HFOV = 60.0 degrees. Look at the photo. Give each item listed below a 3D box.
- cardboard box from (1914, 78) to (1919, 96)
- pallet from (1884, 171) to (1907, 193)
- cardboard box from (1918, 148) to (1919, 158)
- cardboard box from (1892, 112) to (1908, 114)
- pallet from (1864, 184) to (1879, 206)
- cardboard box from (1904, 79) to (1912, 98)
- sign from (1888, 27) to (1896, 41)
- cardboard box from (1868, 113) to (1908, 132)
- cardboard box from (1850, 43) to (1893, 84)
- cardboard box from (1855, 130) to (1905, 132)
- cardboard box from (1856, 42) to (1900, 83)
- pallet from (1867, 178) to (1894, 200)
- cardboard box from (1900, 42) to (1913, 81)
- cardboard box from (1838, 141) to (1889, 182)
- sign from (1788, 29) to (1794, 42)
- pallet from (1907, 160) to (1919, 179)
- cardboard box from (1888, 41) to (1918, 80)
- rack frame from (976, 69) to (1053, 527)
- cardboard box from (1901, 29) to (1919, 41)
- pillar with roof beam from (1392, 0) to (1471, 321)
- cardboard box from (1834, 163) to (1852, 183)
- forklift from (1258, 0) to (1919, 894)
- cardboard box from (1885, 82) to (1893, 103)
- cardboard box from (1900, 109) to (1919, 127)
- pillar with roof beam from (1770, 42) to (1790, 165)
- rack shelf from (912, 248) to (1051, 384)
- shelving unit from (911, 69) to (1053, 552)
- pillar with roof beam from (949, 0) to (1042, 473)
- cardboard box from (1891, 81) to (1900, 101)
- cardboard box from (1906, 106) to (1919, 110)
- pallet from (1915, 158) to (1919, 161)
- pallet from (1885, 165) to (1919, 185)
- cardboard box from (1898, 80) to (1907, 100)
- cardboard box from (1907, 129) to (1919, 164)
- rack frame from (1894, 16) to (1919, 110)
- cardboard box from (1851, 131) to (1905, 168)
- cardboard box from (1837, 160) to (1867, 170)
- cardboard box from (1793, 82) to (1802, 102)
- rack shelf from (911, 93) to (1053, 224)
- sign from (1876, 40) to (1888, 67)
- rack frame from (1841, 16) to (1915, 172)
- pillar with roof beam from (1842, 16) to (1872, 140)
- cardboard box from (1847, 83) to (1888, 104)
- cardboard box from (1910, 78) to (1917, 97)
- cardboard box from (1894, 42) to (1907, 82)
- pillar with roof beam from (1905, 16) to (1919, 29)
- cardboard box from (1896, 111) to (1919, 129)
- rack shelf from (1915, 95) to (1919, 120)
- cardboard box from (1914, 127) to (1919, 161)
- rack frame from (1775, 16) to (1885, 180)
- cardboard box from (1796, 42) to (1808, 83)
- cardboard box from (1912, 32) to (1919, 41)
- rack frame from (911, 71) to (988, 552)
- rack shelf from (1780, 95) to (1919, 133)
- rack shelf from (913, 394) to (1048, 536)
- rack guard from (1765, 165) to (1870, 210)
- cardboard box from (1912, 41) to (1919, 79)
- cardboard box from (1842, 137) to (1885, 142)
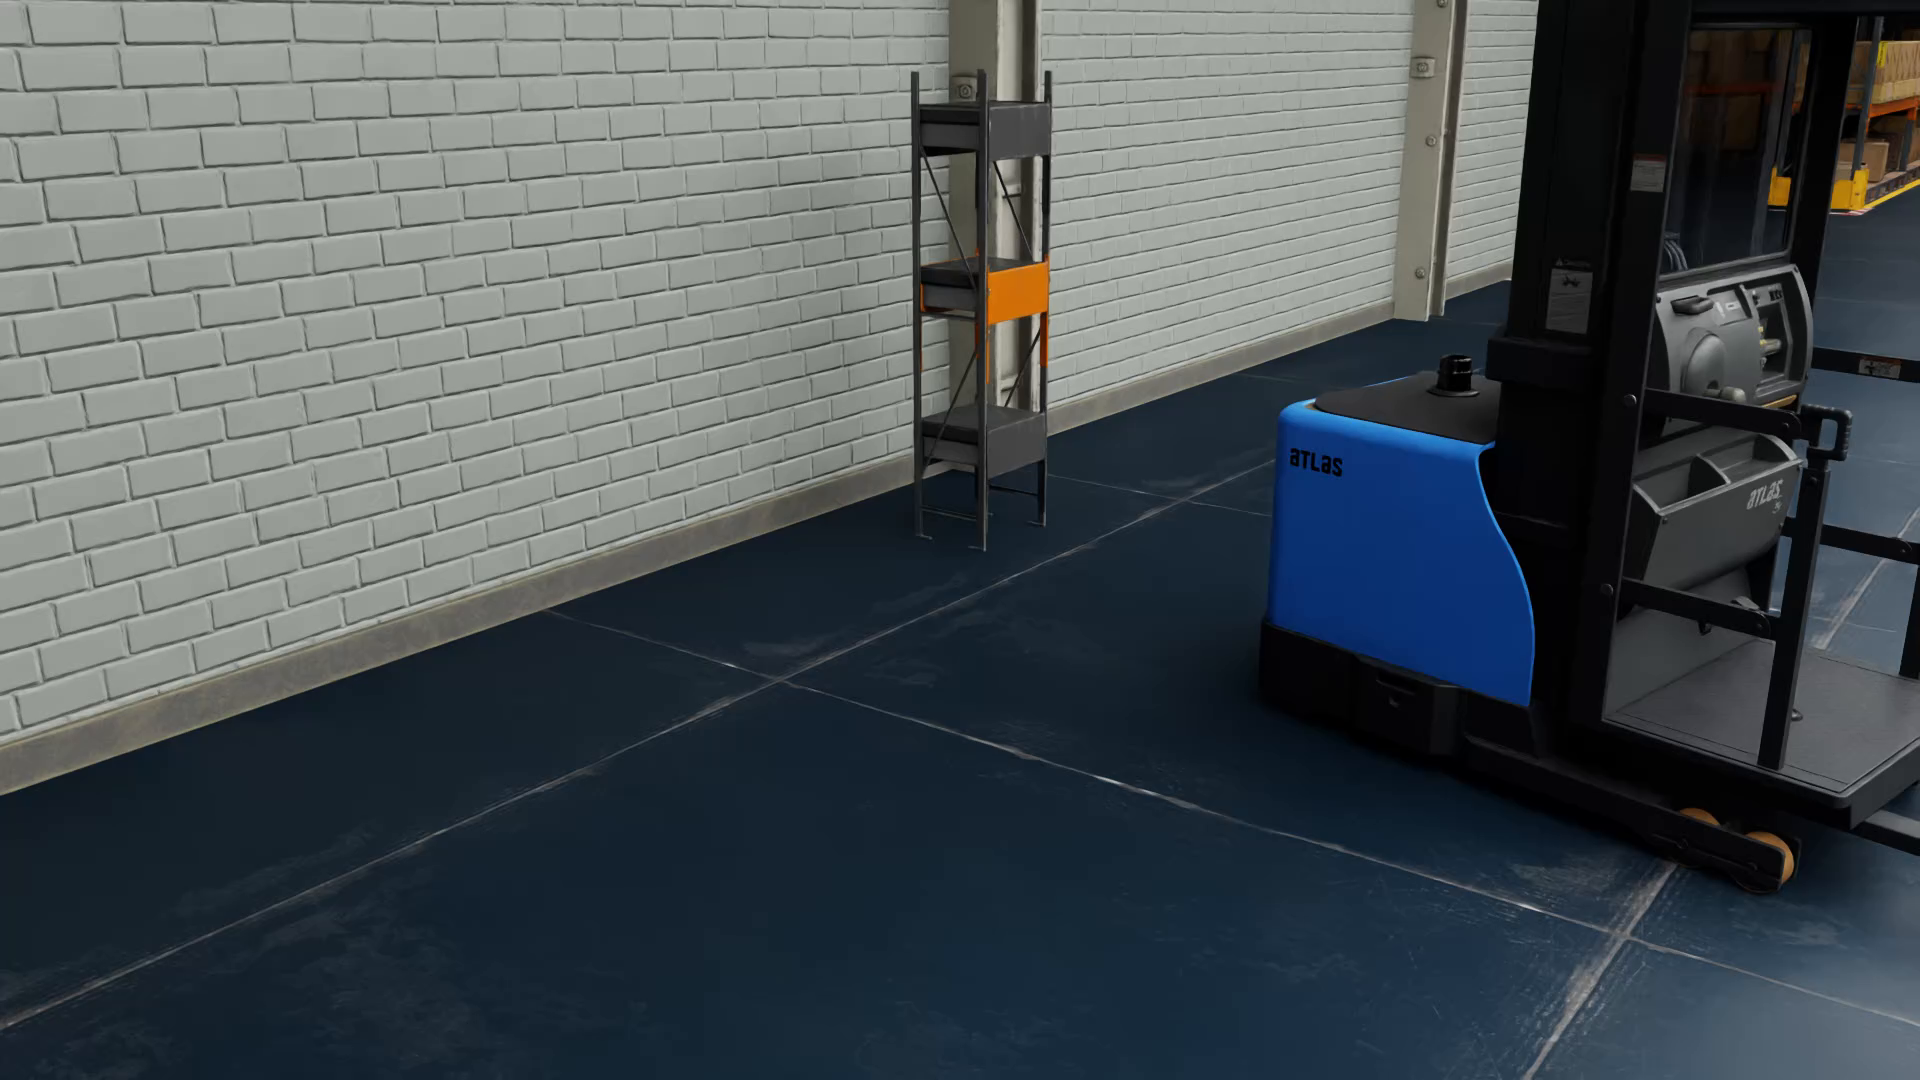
[{"bbox_3d":[13.526,-6.534,23.946,0.500,0.250,0.500,12,21,35],"label":"cardboard box"},{"bbox_3d":[13.193,-5.265,24.341,1.003,0.211,1.213,12,21,35],"label":"pallet"},{"bbox_3d":[15.161,-6.449,26.925,0.700,0.500,0.500,12,21,35],"label":"cardboard box"},{"bbox_3d":[14.557,-6.545,25.972,0.500,0.250,0.500,12,21,33],"label":"cardboard box"},{"bbox_3d":[11.739,-4.684,22.470,1.003,0.211,1.213,12,21,35],"label":"pallet"},{"bbox_3d":[12.935,-6.294,23.174,0.500,0.250,0.500,12,21,34],"label":"cardboard box"},{"bbox_3d":[15.500,-8.366,27.672,0.100,0.325,0.005,12,21,35],"label":"sign"},{"bbox_3d":[14.250,-6.421,25.571,0.500,0.250,0.500,12,21,34],"label":"cardboard box"},{"bbox_3d":[11.707,-6.167,21.498,0.500,0.500,0.500,12,21,35],"label":"cardboard box"},{"bbox_3d":[14.258,-6.089,25.767,0.700,0.500,0.500,12,21,34],"label":"cardboard box"},{"bbox_3d":[12.010,-6.282,21.871,0.500,0.500,0.500,12,21,35],"label":"cardboard box"},{"bbox_3d":[12.467,-4.973,23.401,1.003,0.211,1.213,12,21,35],"label":"pallet"},{"bbox_3d":[12.621,-6.529,22.667,0.500,0.500,0.500,13,22,36],"label":"cardboard box"},{"bbox_3d":[12.483,-5.277,23.151,0.700,0.500,0.500,11,20,31],"label":"cardboard box"},{"bbox_3d":[10.748,-6.617,21.507,0.100,0.325,0.005,12,21,35],"label":"sign"},{"bbox_3d":[14.754,-5.908,26.414,1.003,0.211,1.213,12,21,35],"label":"pallet"},{"bbox_3d":[12.930,-6.653,23.066,0.500,0.500,0.500,12,21,33],"label":"cardboard box"},{"bbox_3d":[0.244,-1.100,7.746,0.400,2.100,0.015,12,21,35],"label":"rack frame"},{"bbox_3d":[16.010,-8.427,27.853,0.500,0.250,0.500,13,22,36],"label":"cardboard box"},{"bbox_3d":[7.211,-5.376,9.881,9.100,9.000,0.400,12,21,35],"label":"pillar with roof beam"},{"bbox_3d":[11.666,-4.885,22.208,0.500,0.311,0.500,10,20,29],"label":"cardboard box"},{"bbox_3d":[2.405,-0.593,4.712,1.130,2.935,3.031,-15,23,-39],"label":"forklift"},{"bbox_3d":[12.025,-5.934,22.014,0.500,0.250,0.500,12,21,33],"label":"cardboard box"},{"bbox_3d":[15.171,-6.784,26.741,0.500,0.250,0.500,13,21,36],"label":"cardboard box"},{"bbox_3d":[14.361,-8.234,19.085,9.100,9.000,0.400,12,21,35],"label":"pillar with roof beam"},{"bbox_3d":[0.099,-1.029,7.563,0.431,0.518,0.480,12,21,35],"label":"rack shelf"},{"bbox_3d":[0.099,-1.042,7.559,0.431,2.100,0.503,12,21,35],"label":"shelving unit"},{"bbox_3d":[3.636,-3.947,5.279,9.100,9.000,0.400,12,21,35],"label":"pillar with roof beam"},{"bbox_3d":[12.333,-6.054,22.401,0.500,0.250,0.500,12,21,34],"label":"cardboard box"},{"bbox_3d":[16.492,-7.041,28.277,0.750,0.750,0.750,12,21,34],"label":"cardboard box"},{"bbox_3d":[15.481,-6.198,27.346,1.003,0.211,1.213,12,21,35],"label":"pallet"},{"bbox_3d":[14.027,-5.617,25.474,1.003,0.211,1.213,12,21,35],"label":"pallet"},{"bbox_3d":[12.636,-6.174,22.788,0.500,0.250,0.500,13,21,35],"label":"cardboard box"},{"bbox_3d":[14.594,-6.204,26.135,0.700,0.500,0.500,13,21,35],"label":"cardboard box"},{"bbox_3d":[15.948,-7.715,27.531,1.000,3.000,0.127,12,21,35],"label":"rack frame"},{"bbox_3d":[13.990,-5.957,25.342,0.700,0.500,0.500,13,22,37],"label":"cardboard box"},{"bbox_3d":[12.006,-5.021,22.645,0.500,0.311,0.500,15,22,39],"label":"cardboard box"},{"bbox_3d":[11.304,-5.893,21.883,0.500,0.250,0.500,13,21,35],"label":"cardboard box"},{"bbox_3d":[0.099,-1.698,7.356,0.431,0.518,0.480,12,21,35],"label":"rack shelf"},{"bbox_3d":[11.617,-6.127,20.958,0.100,0.325,0.005,12,21,35],"label":"sign"},{"bbox_3d":[13.565,-6.763,24.463,1.000,3.000,0.127,12,21,35],"label":"rack frame"},{"bbox_3d":[17.936,-9.663,23.686,9.100,9.000,0.400,12,21,35],"label":"pillar with roof beam"},{"bbox_3d":[11.727,-5.808,21.608,0.500,0.250,0.500,12,21,33],"label":"cardboard box"},{"bbox_3d":[13.222,-6.417,23.569,0.500,0.250,0.500,13,21,35],"label":"cardboard box"},{"bbox_3d":[12.323,-6.404,22.264,0.500,0.500,0.500,12,21,33],"label":"cardboard box"},{"bbox_3d":[21.511,-11.092,28.288,9.100,9.000,0.400,12,21,35],"label":"pillar with roof beam"},{"bbox_3d":[14.869,-6.661,26.344,0.500,0.250,0.500,12,21,34],"label":"cardboard box"},{"bbox_3d":[14.756,-6.895,26.103,1.077,0.370,4.000,12,21,35],"label":"rack shelf"},{"bbox_3d":[14.887,-6.325,26.528,0.700,0.500,0.500,12,21,34],"label":"cardboard box"},{"bbox_3d":[11.181,-5.810,21.395,1.000,3.000,0.127,12,21,35],"label":"rack frame"},{"bbox_3d":[11.292,-6.256,21.785,0.500,0.500,0.500,12,21,34],"label":"cardboard box"},{"bbox_3d":[15.587,-8.116,26.817,0.380,0.149,0.250,9,19,26],"label":"cardboard box"},{"bbox_3d":[-0.047,-0.984,7.372,0.400,2.100,0.015,12,21,35],"label":"rack frame"},{"bbox_3d":[12.373,-5.943,23.035,1.077,0.370,4.000,12,21,35],"label":"rack shelf"},{"bbox_3d":[0.099,-0.361,7.771,0.431,0.518,0.480,12,21,35],"label":"rack shelf"},{"bbox_3d":[11.227,-4.634,21.824,1.175,0.500,0.348,12,21,35],"label":"rack guard"},{"bbox_3d":[13.239,-6.772,23.446,0.500,0.500,0.500,12,21,34],"label":"cardboard box"},{"bbox_3d":[12.978,-5.525,23.949,0.500,0.500,0.500,11,20,31],"label":"cardboard box"}]
